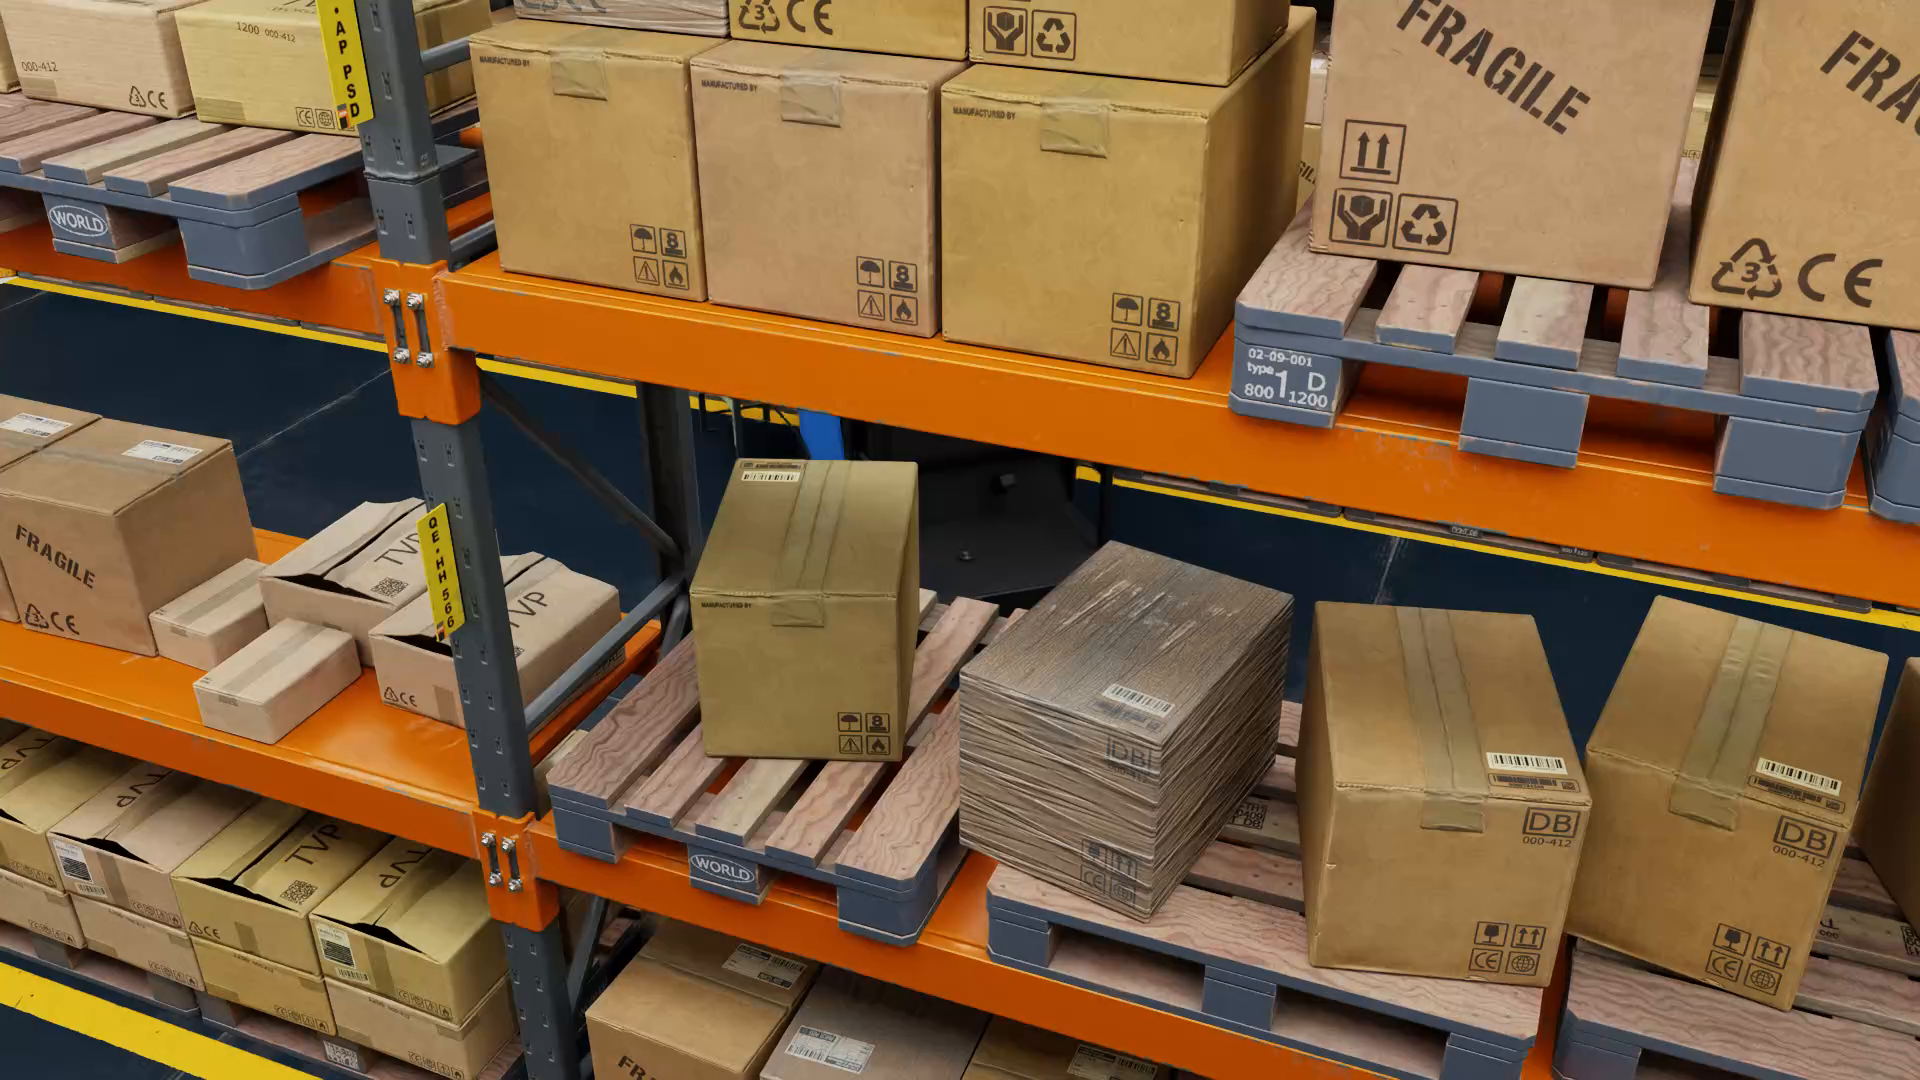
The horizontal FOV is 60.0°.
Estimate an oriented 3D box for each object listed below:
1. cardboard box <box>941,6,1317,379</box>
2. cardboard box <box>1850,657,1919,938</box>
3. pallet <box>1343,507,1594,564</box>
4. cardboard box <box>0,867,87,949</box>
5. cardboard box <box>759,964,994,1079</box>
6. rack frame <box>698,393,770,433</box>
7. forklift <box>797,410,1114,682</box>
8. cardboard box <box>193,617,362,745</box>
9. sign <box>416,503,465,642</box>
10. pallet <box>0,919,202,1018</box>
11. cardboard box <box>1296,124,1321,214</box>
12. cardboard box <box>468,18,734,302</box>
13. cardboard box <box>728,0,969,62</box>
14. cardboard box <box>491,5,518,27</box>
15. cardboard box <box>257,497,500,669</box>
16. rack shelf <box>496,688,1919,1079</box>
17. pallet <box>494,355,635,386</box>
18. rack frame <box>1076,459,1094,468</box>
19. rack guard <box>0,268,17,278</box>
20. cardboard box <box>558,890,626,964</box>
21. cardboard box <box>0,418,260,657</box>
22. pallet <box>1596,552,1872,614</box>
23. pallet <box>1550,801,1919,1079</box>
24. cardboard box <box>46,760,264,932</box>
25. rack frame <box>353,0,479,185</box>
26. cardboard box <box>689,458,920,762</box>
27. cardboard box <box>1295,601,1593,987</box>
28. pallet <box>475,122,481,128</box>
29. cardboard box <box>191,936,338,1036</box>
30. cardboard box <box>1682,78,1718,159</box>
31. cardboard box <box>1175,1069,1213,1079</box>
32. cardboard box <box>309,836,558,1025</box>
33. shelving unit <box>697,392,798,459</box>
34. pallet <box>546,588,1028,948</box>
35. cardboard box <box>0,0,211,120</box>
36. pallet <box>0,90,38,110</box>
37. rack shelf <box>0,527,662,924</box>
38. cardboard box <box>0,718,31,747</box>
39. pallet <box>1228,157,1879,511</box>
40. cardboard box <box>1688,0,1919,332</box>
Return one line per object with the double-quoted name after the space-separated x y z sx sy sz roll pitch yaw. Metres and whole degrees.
0.365 -0.765 3.405 0.500 0.500 0.910 11 31 19 "cardboard box"
2.345 0.653 3.518 0.500 0.500 0.700 1 30 2 "cardboard box"
2.681 -0.310 8.584 1.213 0.211 1.003 11 31 19 "pallet"
-3.007 1.075 5.668 0.500 0.250 0.500 12 32 20 "cardboard box"
-0.205 1.534 4.581 0.500 0.500 0.500 10 31 17 "cardboard box"
-1.266 -1.296 9.018 0.400 1.500 0.023 -12 32 -20 "rack frame"
0.088 -0.966 6.980 1.130 2.935 3.031 -9 31 -15 "forklift"
-1.944 0.398 4.753 0.250 0.149 0.380 11 31 19 "cardboard box"
-1.212 0.078 3.886 0.005 0.325 0.100 11 31 19 "sign"
-2.881 1.146 6.008 1.213 0.211 1.003 11 31 19 "pallet"
1.688 -1.805 7.970 0.500 0.500 0.500 12 32 21 "cardboard box"
-0.590 -0.955 3.742 0.500 0.500 0.910 11 31 19 "cardboard box"
-0.132 -1.278 3.296 0.500 0.500 0.500 11 31 19 "cardboard box"
-2.395 -2.796 9.600 0.500 0.500 0.700 11 31 19 "cardboard box"
-1.763 0.114 5.091 0.500 0.311 0.500 11 31 19 "cardboard box"
0.847 1.012 4.142 4.000 0.370 1.077 11 31 19 "rack shelf"
-2.132 -1.313 10.359 1.213 0.211 1.003 11 31 19 "pallet"
0.852 -1.931 8.617 0.127 3.000 1.000 11 31 19 "rack frame"
-6.490 -2.308 11.826 0.348 0.500 1.175 11 31 19 "rack guard"
-1.381 1.112 5.602 0.500 0.250 0.500 11 31 19 "cardboard box"
-2.568 -0.018 5.131 0.500 0.500 0.500 10 31 16 "cardboard box"
3.816 -0.085 8.186 1.213 0.211 1.003 11 31 19 "pallet"
2.000 0.955 3.708 1.213 0.211 1.003 11 31 19 "pallet"
-2.535 0.926 5.360 0.500 0.311 0.500 11 31 19 "cardboard box"
-1.007 -2.283 3.144 0.127 3.000 1.000 11 31 19 "rack frame"
-0.381 0.167 4.377 0.500 0.500 0.700 1 30 2 "cardboard box"
1.040 0.544 3.711 0.500 0.500 0.700 4 30 6 "cardboard box"
-2.201 -2.379 9.606 1.213 0.211 1.003 11 31 19 "pallet"
-2.065 1.263 5.335 0.500 0.250 0.500 11 31 19 "cardboard box"
3.087 -1.862 7.309 0.500 0.250 0.500 12 32 20 "cardboard box"
0.743 1.723 4.246 0.500 0.500 0.500 10 31 17 "cardboard box"
-1.585 1.114 5.028 0.500 0.311 0.500 12 32 20 "cardboard box"
-1.120 -1.131 8.726 0.431 1.500 0.755 -12 32 -20 "shelving unit"
-0.352 0.506 4.502 1.003 0.211 1.213 11 31 19 "pallet"
-1.941 -1.242 4.076 0.500 0.250 0.500 12 32 20 "cardboard box"
-2.706 -1.185 4.442 1.213 0.211 1.003 13 32 21 "pallet"
-2.860 0.272 5.452 4.000 0.370 1.077 11 31 19 "rack shelf"
-3.482 0.739 5.692 0.500 0.311 0.500 10 31 17 "cardboard box"
1.160 -0.498 3.226 1.003 0.211 1.213 11 31 19 "pallet"
1.633 -0.747 2.845 0.600 0.600 0.600 11 31 19 "cardboard box"
